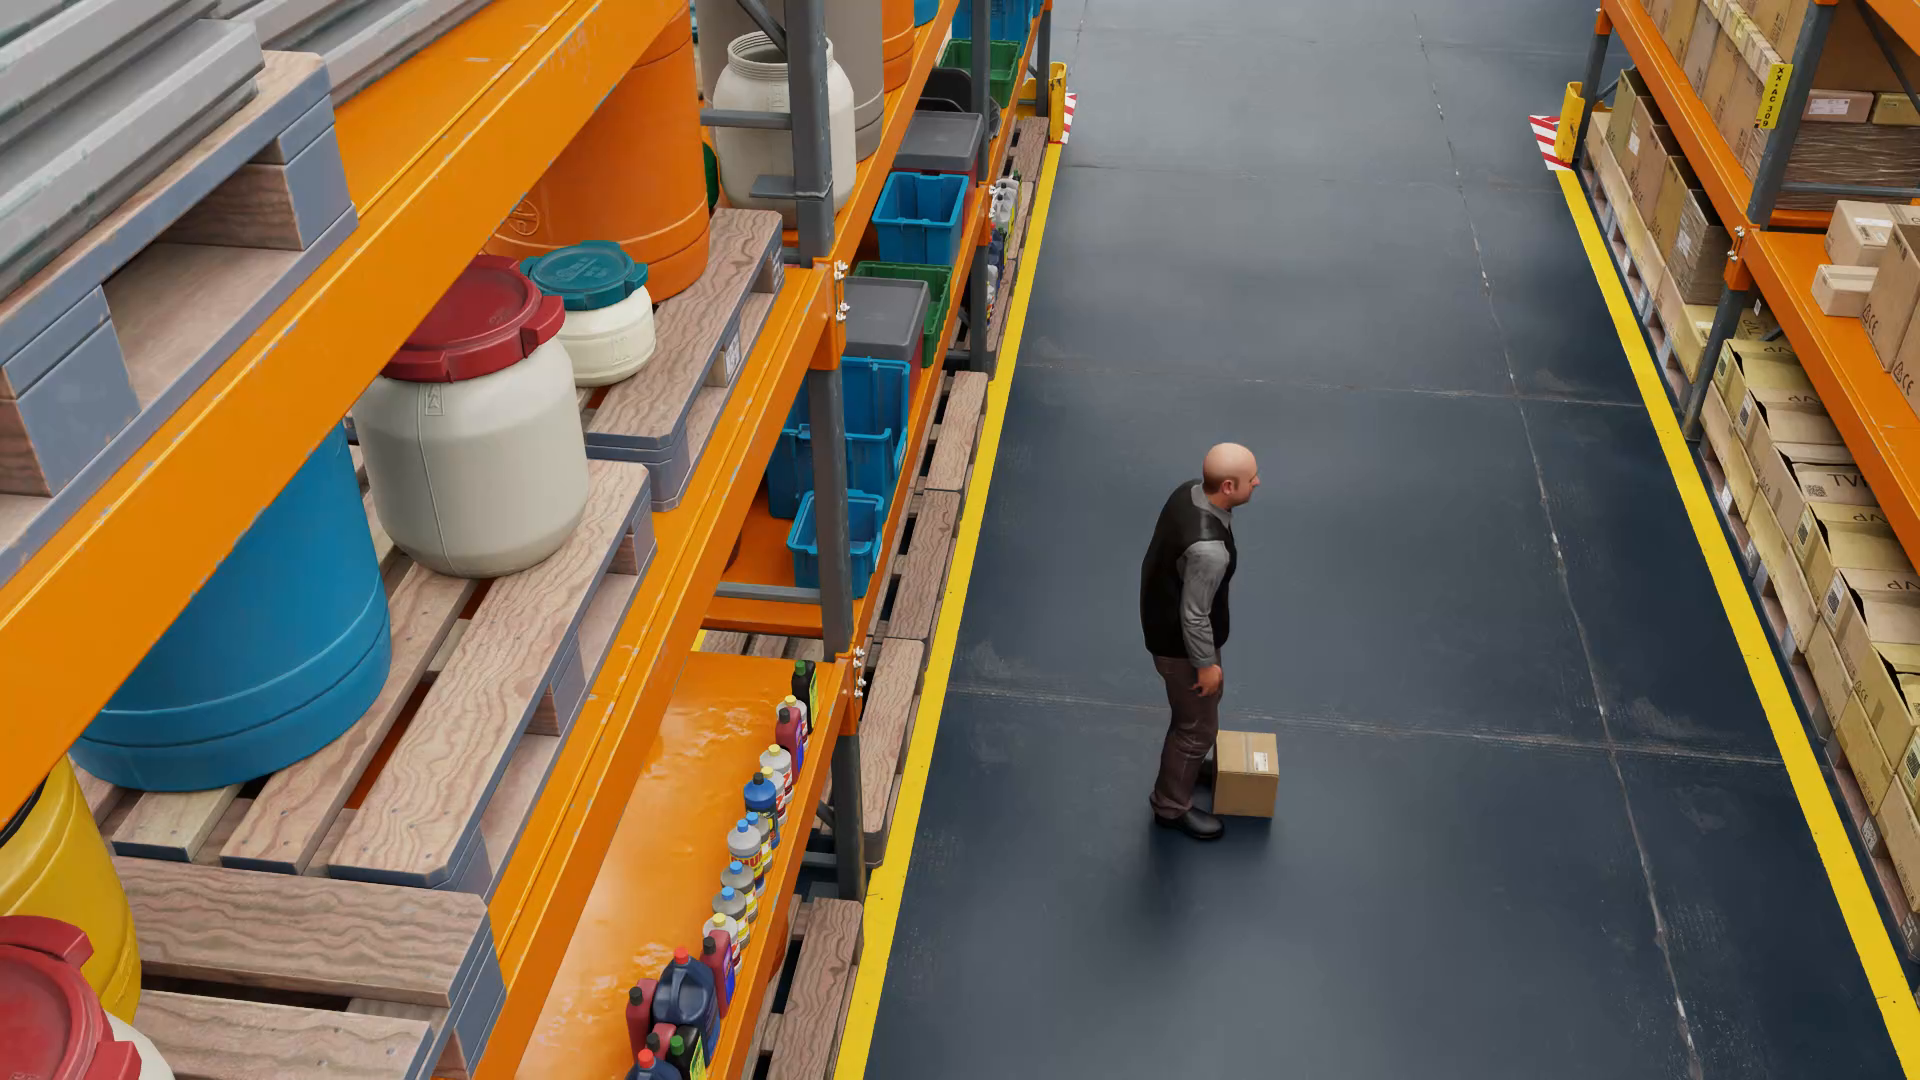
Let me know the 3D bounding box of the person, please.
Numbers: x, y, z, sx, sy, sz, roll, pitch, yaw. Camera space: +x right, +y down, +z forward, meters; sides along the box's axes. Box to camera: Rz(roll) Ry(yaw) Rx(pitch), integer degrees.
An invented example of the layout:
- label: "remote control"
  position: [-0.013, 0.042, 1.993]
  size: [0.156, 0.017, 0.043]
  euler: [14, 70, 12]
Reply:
- label: "person"
  position: [0.937, 0.367, 6.567]
  size: [0.475, 1.720, 0.589]
  euler: [2, 36, 3]
